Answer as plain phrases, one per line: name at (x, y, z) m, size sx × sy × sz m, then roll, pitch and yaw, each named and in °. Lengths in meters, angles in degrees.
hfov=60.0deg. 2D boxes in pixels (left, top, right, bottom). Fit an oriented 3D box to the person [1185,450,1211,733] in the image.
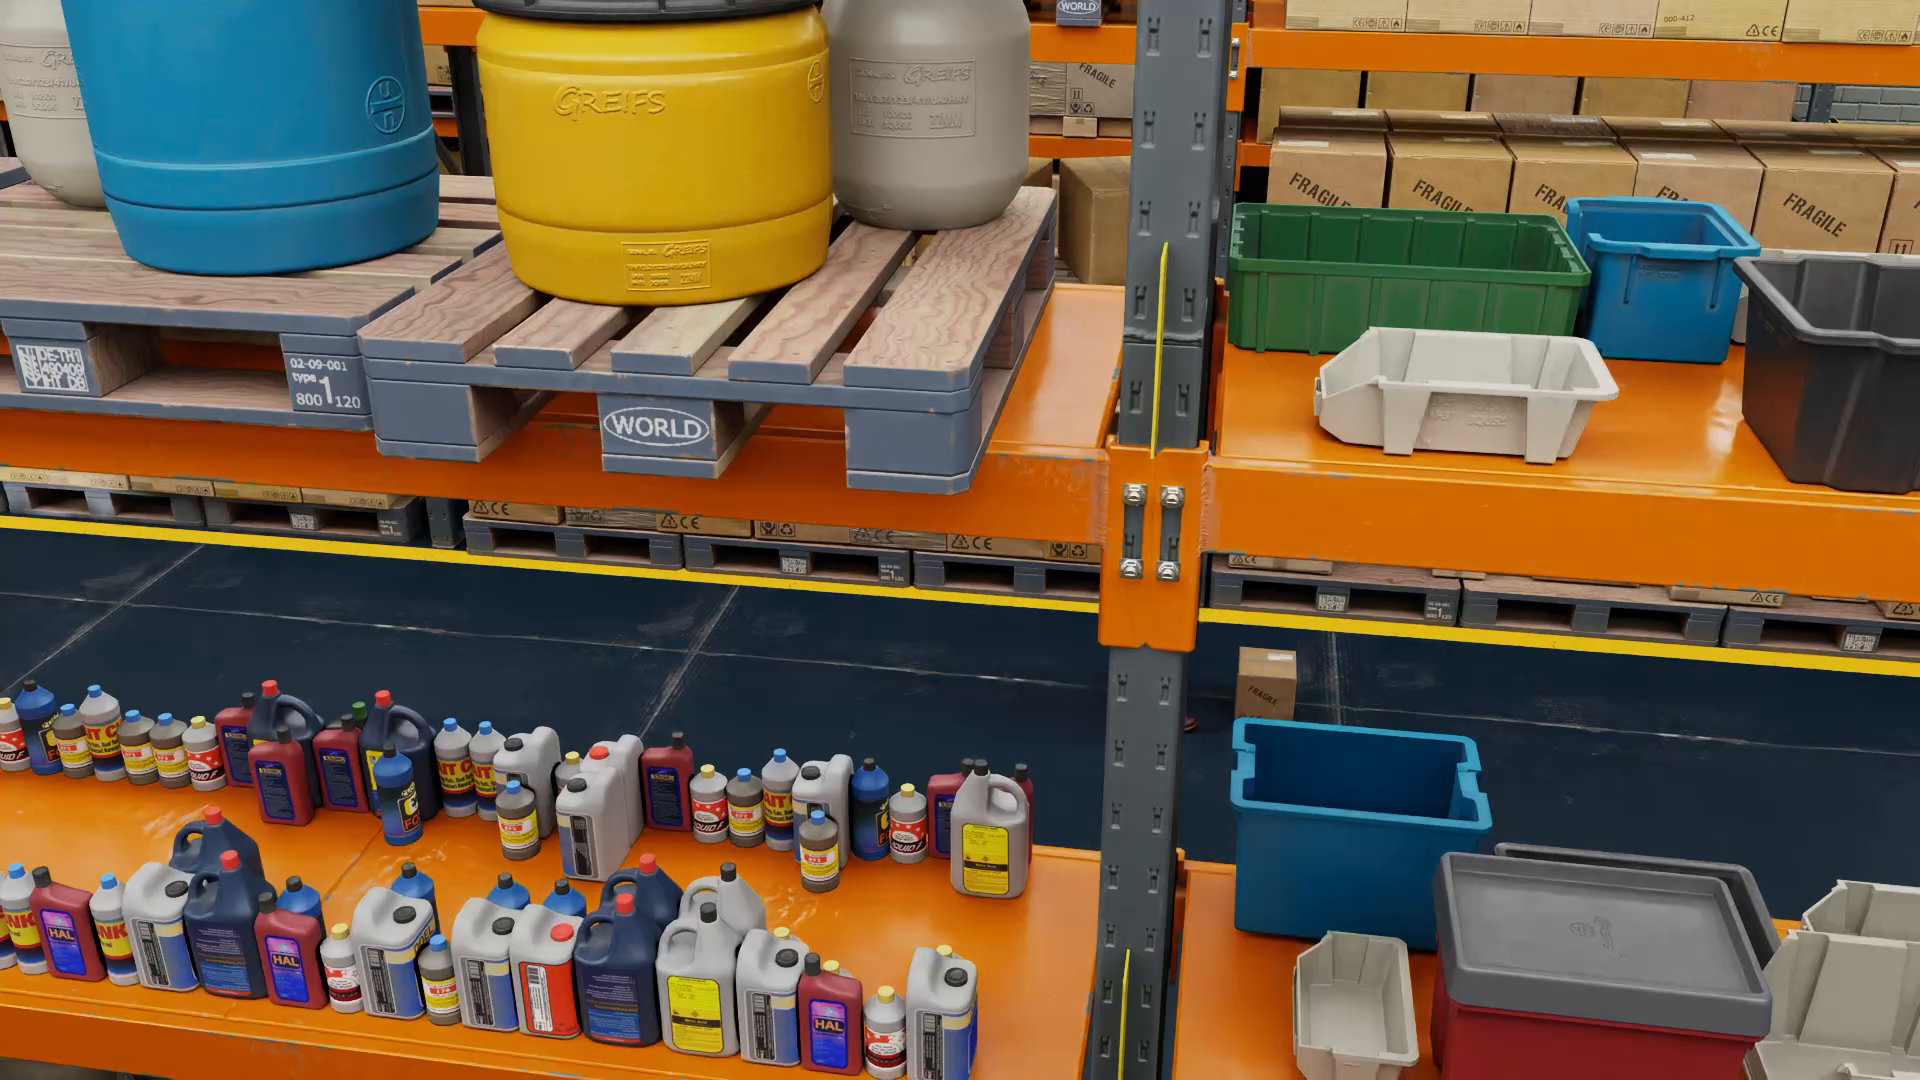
person at (0.898, 0.014, 7.107) m, size 0.342 × 1.648 × 0.468 m, roll 1°, pitch 25°, yaw 3°
